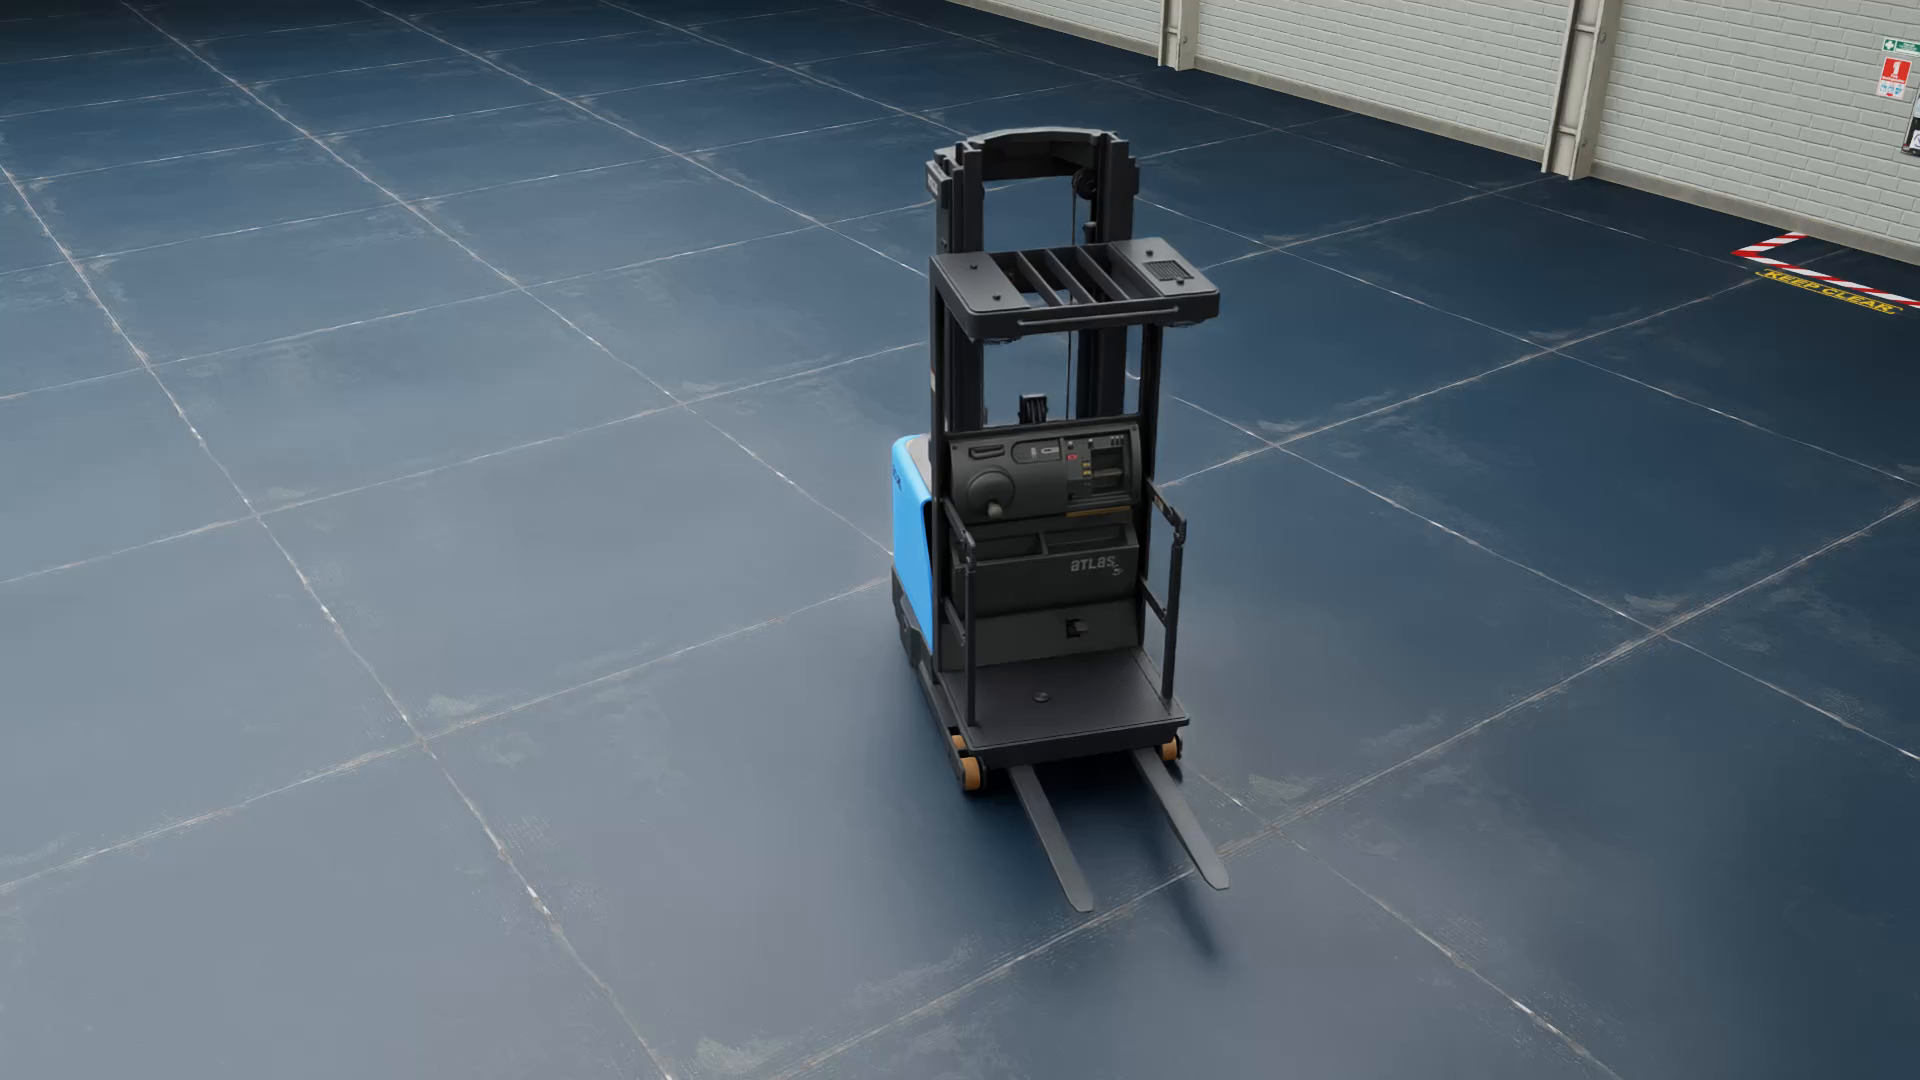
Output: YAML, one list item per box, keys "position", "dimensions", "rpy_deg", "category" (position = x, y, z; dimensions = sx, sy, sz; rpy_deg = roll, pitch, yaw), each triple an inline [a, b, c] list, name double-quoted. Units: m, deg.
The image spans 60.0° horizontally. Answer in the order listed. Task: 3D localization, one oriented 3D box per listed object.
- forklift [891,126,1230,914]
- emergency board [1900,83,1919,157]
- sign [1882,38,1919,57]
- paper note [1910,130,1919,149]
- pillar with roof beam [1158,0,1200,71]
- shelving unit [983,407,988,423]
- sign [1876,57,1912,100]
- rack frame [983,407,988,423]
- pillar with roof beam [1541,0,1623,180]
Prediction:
- position: [0.463, -0.279, 7.693]
  dimensions: [1.130, 2.935, 3.031]
  rpy_deg: [-7, 29, -12]
  category: "forklift"
- position: [8.374, -3.769, 14.046]
  dimensions: [0.157, 1.169, 0.626]
  rpy_deg: [-19, 34, -31]
  category: "emergency board"
- position: [8.123, -4.248, 14.336]
  dimensions: [0.001, 0.109, 0.331]
  rpy_deg: [-19, 34, -31]
  category: "sign"
- position: [8.318, -3.461, 14.403]
  dimensions: [0.016, 0.148, 0.142]
  rpy_deg: [-19, 34, -31]
  category: "paper note"
- position: [-0.701, -8.899, 17.206]
  dimensions: [9.100, 9.000, 0.400]
  rpy_deg: [-19, 34, -31]
  category: "pillar with roof beam"
- position: [0.005, -0.392, 10.029]
  dimensions: [0.258, 0.900, 0.210]
  rpy_deg: [-19, 34, -31]
  category: "shelving unit"
- position: [8.127, -4.019, 14.471]
  dimensions: [0.001, 0.329, 0.234]
  rpy_deg: [-19, 34, -31]
  category: "sign"
- position: [0.064, -0.353, 9.957]
  dimensions: [0.240, 0.900, 0.006]
  rpy_deg: [-19, 34, -31]
  category: "rack frame"
- position: [2.779, -6.566, 12.911]
  dimensions: [9.100, 9.000, 0.400]
  rpy_deg: [-19, 34, -31]
  category: "pillar with roof beam"
